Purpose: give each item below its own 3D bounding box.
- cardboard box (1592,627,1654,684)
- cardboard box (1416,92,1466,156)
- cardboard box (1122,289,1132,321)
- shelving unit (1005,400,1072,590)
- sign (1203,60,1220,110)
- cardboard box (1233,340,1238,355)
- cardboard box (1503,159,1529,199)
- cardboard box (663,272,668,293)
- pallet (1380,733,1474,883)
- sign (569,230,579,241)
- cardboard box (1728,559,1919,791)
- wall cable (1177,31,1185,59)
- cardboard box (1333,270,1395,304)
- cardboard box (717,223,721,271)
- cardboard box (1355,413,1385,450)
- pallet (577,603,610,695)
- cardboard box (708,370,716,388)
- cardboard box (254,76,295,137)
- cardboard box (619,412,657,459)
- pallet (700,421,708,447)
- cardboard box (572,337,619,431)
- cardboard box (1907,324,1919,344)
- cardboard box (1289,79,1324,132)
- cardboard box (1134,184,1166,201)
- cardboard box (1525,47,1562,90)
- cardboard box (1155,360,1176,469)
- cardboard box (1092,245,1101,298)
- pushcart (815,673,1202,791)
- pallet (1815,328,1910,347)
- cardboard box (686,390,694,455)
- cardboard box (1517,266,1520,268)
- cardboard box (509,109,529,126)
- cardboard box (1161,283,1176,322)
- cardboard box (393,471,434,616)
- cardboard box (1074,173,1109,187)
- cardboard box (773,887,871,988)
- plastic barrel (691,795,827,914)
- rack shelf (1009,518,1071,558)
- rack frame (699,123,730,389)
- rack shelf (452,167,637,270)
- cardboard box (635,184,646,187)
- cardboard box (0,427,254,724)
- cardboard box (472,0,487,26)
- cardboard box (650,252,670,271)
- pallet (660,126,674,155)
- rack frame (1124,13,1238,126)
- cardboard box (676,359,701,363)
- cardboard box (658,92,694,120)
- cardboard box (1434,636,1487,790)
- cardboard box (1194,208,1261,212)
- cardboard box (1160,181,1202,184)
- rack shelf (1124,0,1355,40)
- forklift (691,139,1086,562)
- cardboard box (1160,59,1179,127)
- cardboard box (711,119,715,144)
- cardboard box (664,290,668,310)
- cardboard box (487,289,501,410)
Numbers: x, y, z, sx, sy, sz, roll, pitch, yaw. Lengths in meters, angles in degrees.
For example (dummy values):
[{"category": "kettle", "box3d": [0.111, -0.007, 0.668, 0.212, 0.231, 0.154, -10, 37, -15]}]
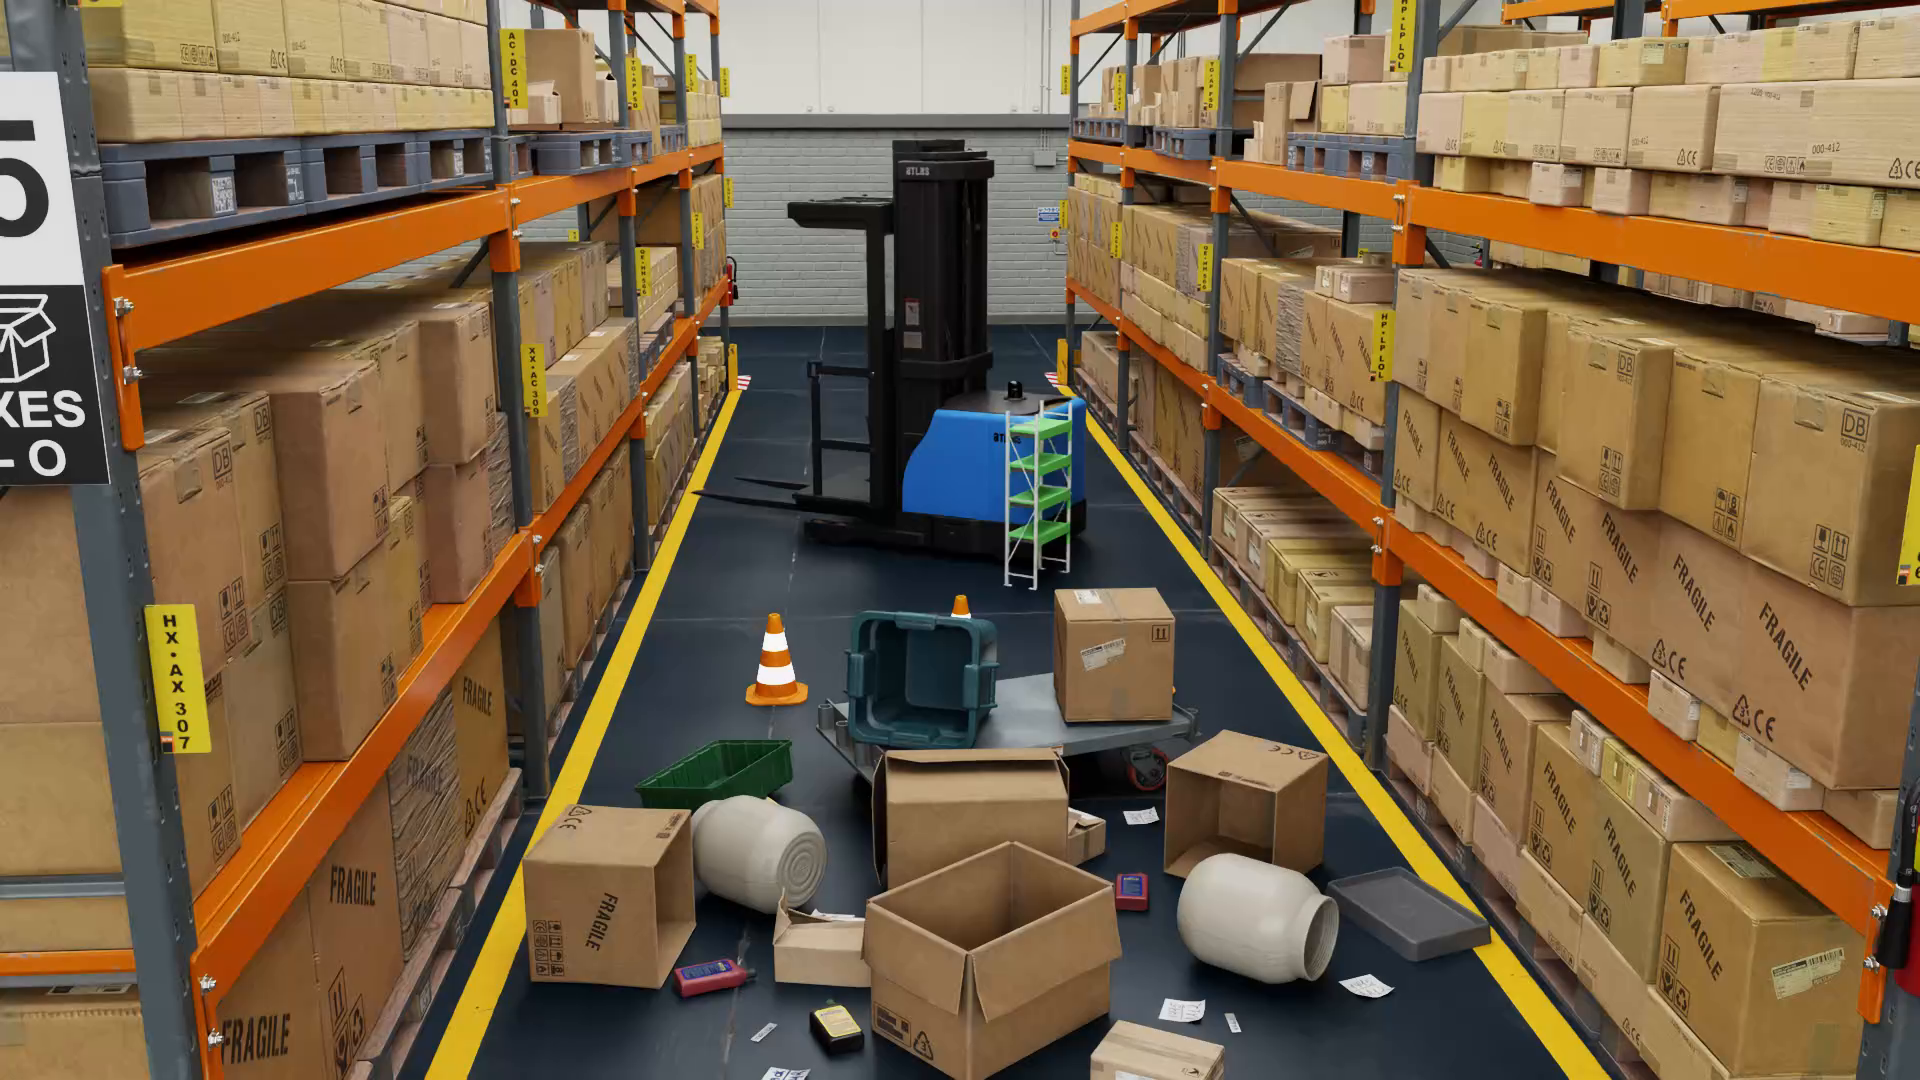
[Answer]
[{"category": "cardboard box", "box3d": [2.360, 0.370, 5.573, 0.380, 0.149, 0.250, -1, 14, -4]}, {"category": "cardboard box", "box3d": [2.252, -1.750, 6.994, 0.500, 0.250, 0.500, -1, 14, -5]}, {"category": "cardboard box", "box3d": [1.767, -2.143, 15.138, 0.500, 0.250, 0.500, -1, 14, -5]}, {"category": "shelving unit", "box3d": [0.536, -0.312, 11.330, 0.258, 1.200, 0.503, 8, 17, 29]}, {"category": "sign", "box3d": [1.696, -3.070, 11.220, 0.100, 0.325, 0.005, -1, 14, -3]}, {"category": "cardboard box", "box3d": [2.085, -1.333, 11.347, 0.380, 0.149, 0.250, -2, 15, -7]}, {"category": "cardboard box", "box3d": [2.335, -1.401, 6.435, 0.380, 0.149, 0.250, 0, 14, -2]}, {"category": "cardboard box", "box3d": [-2.658, -2.163, 13.976, 0.380, 0.149, 0.250, -1, 14, -5]}, {"category": "pallet", "box3d": [2.575, 1.177, 7.528, 1.003, 0.211, 1.213, -1, 14, -3]}, {"category": "sign", "box3d": [-3.473, -2.637, 15.018, 0.100, 0.325, 0.005, -1, 14, -3]}, {"category": "cardboard box", "box3d": [2.438, 0.332, 4.420, 0.500, 0.500, 0.500, -1, 14, -4]}, {"category": "wall cable", "box3d": [4.655, -7.703, 24.329, 2.988, 3.039, 0.133, -1, 14, -3]}, {"category": "cardboard box", "box3d": [2.189, -1.332, 8.743, 0.380, 0.149, 0.250, -1, 14, -5]}, {"category": "cardboard box", "box3d": [-2.868, -3.179, 18.065, 0.500, 0.500, 0.500, -1, 14, -4]}, {"category": "cardboard box", "box3d": [2.191, -0.545, 8.287, 0.380, 0.149, 0.250, -1, 14, -3]}, {"category": "pallet", "box3d": [-2.638, 0.617, 9.704, 1.003, 0.211, 1.213, -1, 14, -3]}, {"category": "cardboard box", "box3d": [-2.741, -1.673, 17.289, 0.380, 0.149, 0.250, -1, 14, -3]}, {"category": "cardboard box", "box3d": [-1.937, -1.105, 4.243, 0.380, 0.149, 0.250, -1, 14, -3]}, {"category": "cardboard box", "box3d": [-2.485, -0.764, 12.146, 0.500, 0.250, 0.500, -2, 15, -6]}, {"category": "pallet", "box3d": [-3.008, -1.044, 16.160, 1.003, 0.211, 1.213, -1, 14, -3]}, {"category": "cardboard box", "box3d": [-2.327, -0.925, 9.902, 0.500, 0.500, 0.500, -1, 14, -4]}, {"category": "cardboard box", "box3d": [6.963, -1.467, 11.507, 0.500, 0.250, 0.500, -1, 14, -3]}, {"category": "cardboard box", "box3d": [2.374, -2.458, 9.835, 0.797, 0.503, 0.637, -1, 14, -3]}, {"category": "cardboard box", "box3d": [1.758, -3.315, 15.882, 0.380, 0.149, 0.250, -1, 14, -2]}, {"category": "cardboard box", "box3d": [2.300, -1.717, 6.064, 0.380, 0.149, 0.250, -1, 14, -5]}, {"category": "cardboard box", "box3d": [2.185, -1.126, 14.305, 0.875, 0.875, 0.875, 0, 14, -2]}, {"category": "cardboard box", "box3d": [1.636, -2.742, 16.963, 0.500, 0.500, 0.500, -1, 14, -4]}, {"category": "pushcart", "box3d": [0.226, 0.978, 7.969, 1.648, 0.377, 0.936, -6, 16, -23]}, {"category": "pallet", "box3d": [7.092, -1.487, 12.670, 1.213, 0.211, 1.003, -1, 14, -3]}, {"category": "cardboard box", "box3d": [-2.634, -1.041, 14.724, 0.500, 0.500, 0.500, -1, 14, -5]}, {"category": "cardboard box", "box3d": [6.568, -3.067, 18.930, 0.380, 0.149, 0.250, -1, 14, -4]}, {"category": "cardboard box", "box3d": [-2.252, -2.083, 8.043, 0.250, 0.149, 0.380, -1, 14, -3]}, {"category": "cardboard box", "box3d": [1.879, -1.875, 13.092, 0.500, 0.250, 0.500, -1, 14, -5]}, {"category": "cardboard box", "box3d": [-2.428, 0.053, 5.999, 0.875, 0.550, 0.550, -1, 14, -3]}, {"category": "cardboard box", "box3d": [1.501, -4.078, 18.849, 0.380, 0.149, 0.250, -1, 14, -2]}, {"category": "cardboard box", "box3d": [-0.491, 1.485, 6.222, 0.396, 0.266, 0.258, 2, 15, 6]}, {"category": "plastic barrel", "box3d": [-0.835, 1.268, 6.749, 0.512, 0.421, 0.421, 10, 18, 35]}, {"category": "rack shelf", "box3d": [0.537, -0.018, 11.406, 0.258, 0.148, 0.480, 8, 17, 29]}, {"category": "rack frame", "box3d": [-3.179, -3.223, 19.032, 1.000, 3.000, 0.127, -1, 14, -3]}, {"category": "rack shelf", "box3d": [-2.560, -1.840, 9.082, 1.077, 0.370, 4.000, -1, 14, -3]}, {"category": "cardboard box", "box3d": [-3.268, -3.146, 15.929, 0.500, 0.500, 0.500, -1, 14, -5]}, {"category": "cardboard box", "box3d": [-2.172, 0.068, 3.774, 0.875, 0.550, 0.550, -1, 14, -3]}, {"category": "cardboard box", "box3d": [-2.095, -2.121, 6.592, 0.380, 0.149, 0.250, -1, 14, -4]}, {"category": "cardboard box", "box3d": [-2.680, -2.370, 14.185, 0.380, 0.149, 0.250, -1, 14, -5]}, {"category": "pallet", "box3d": [-2.932, -3.177, 13.210, 1.213, 0.211, 1.003, -1, 14, -3]}, {"category": "rack frame", "box3d": [2.003, -5.235, 14.813, 1.000, 3.000, 0.127, -1, 14, -3]}, {"category": "cardboard box", "box3d": [-2.841, -1.755, 17.011, 0.380, 0.149, 0.250, -1, 15, -6]}, {"category": "cardboard box", "box3d": [-2.722, -3.973, 15.228, 0.500, 0.250, 0.500, 0, 14, -2]}, {"category": "cardboard box", "box3d": [2.310, 0.709, 6.921, 0.500, 0.500, 0.500, 0, 14, -1]}, {"category": "cardboard box", "box3d": [2.320, -2.626, 14.507, 0.500, 0.500, 0.500, -1, 14, -2]}, {"category": "cardboard box", "box3d": [2.211, -3.514, 16.657, 0.380, 0.149, 0.250, -1, 14, -5]}, {"category": "rack shelf", "box3d": [2.127, -4.195, 13.019, 1.077, 0.370, 4.000, -1, 14, -3]}, {"category": "forklift", "box3d": [-0.608, -1.491, 12.441, 3.031, 2.935, 1.130, 7, 16, 25]}, {"category": "cardboard box", "box3d": [1.852, -3.473, 12.941, 0.500, 0.500, 0.500, -1, 14, -3]}, {"category": "cardboard box", "box3d": [-2.831, -4.243, 17.280, 0.500, 0.250, 0.500, 0, 14, -1]}, {"category": "cardboard box", "box3d": [-2.664, -2.025, 14.038, 0.380, 0.149, 0.250, -2, 15, -6]}, {"category": "cardboard box", "box3d": [-2.472, -0.894, 7.775, 0.700, 0.500, 0.500, -1, 14, -4]}]
